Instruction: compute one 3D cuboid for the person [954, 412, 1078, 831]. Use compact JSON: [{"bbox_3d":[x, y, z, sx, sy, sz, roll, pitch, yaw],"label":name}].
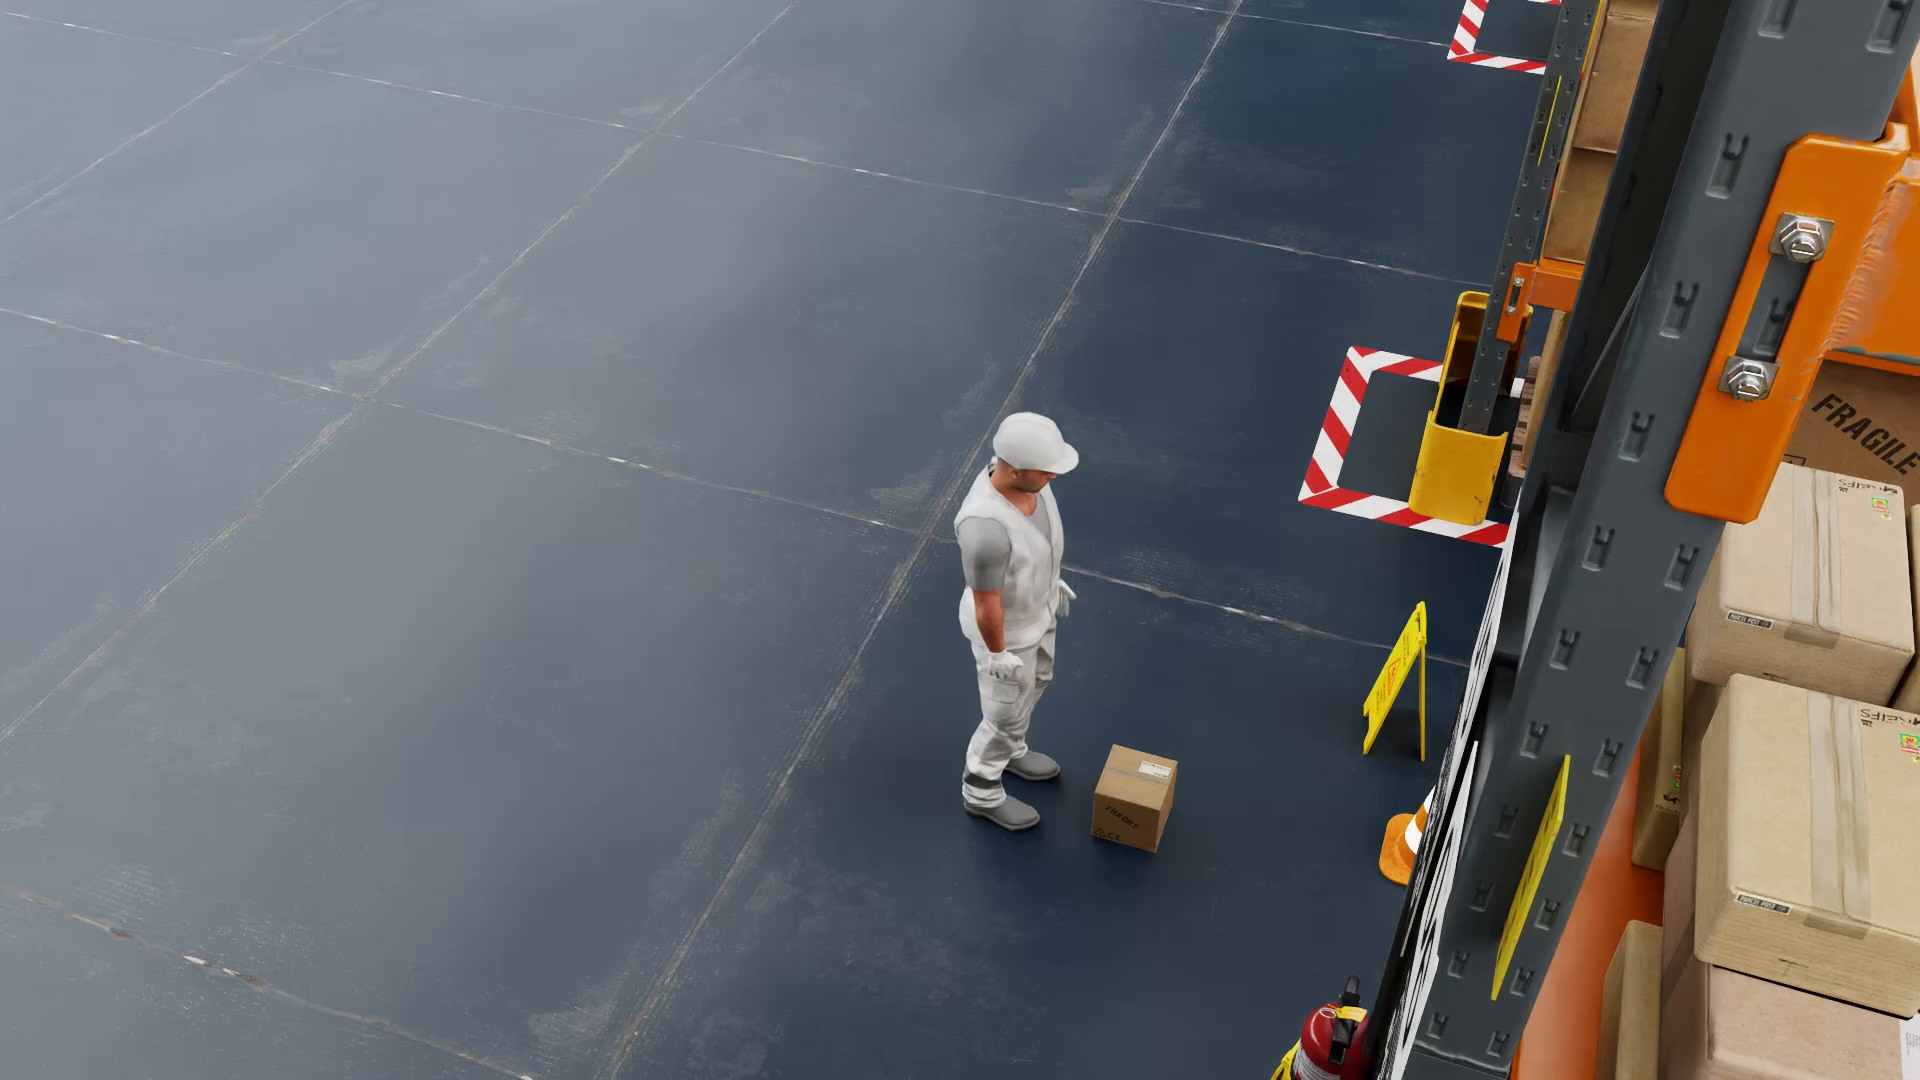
[{"bbox_3d":[0.199,0.276,5.834,0.364,1.774,0.529,14,43,16],"label":"person"}]
